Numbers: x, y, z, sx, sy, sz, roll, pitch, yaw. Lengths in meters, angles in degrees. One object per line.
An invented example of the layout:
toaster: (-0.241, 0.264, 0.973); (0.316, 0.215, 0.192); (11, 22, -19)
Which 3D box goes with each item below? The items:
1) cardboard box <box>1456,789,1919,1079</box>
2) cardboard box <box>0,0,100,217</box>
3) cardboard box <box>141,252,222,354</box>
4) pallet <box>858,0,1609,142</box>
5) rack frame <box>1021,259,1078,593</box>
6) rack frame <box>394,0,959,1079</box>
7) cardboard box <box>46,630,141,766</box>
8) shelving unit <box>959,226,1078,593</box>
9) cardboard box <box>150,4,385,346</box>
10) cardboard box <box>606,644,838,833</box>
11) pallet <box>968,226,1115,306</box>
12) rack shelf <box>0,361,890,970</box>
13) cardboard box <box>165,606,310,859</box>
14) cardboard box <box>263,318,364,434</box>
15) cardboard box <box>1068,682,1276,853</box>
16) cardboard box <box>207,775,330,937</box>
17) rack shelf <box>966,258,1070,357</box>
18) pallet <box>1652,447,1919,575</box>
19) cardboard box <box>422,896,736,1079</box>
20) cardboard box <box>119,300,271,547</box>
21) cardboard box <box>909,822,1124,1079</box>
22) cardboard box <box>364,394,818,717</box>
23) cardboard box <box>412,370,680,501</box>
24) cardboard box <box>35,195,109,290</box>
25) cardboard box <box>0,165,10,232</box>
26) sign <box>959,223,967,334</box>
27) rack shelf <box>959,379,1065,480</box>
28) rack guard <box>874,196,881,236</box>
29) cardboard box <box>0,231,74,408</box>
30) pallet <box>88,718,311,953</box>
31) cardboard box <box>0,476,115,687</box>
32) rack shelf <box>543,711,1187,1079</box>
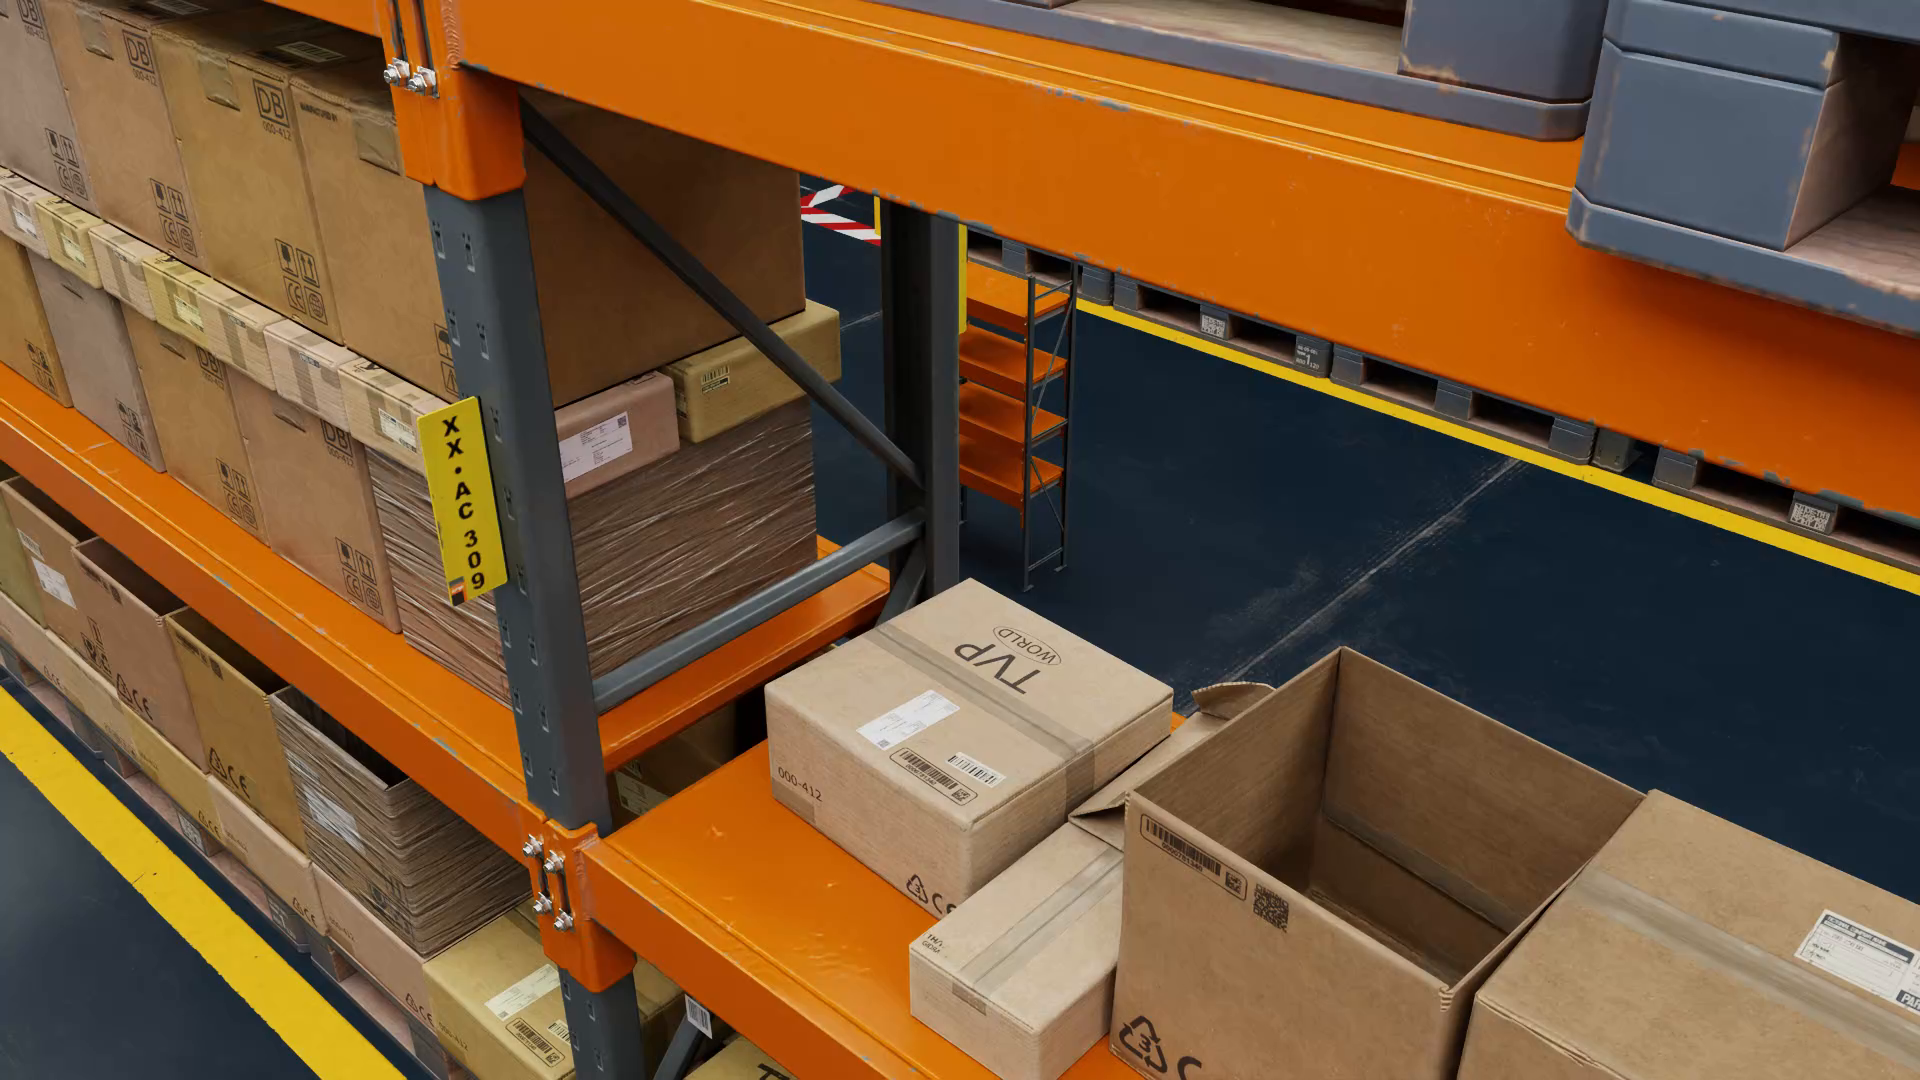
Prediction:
cardboard box: (0.941, 0.722, 2.045); (0.500, 0.500, 0.500); (25, 39, 35)
cardboard box: (-1.829, -1.134, 3.870); (0.500, 0.500, 0.700); (25, 39, 35)
cardboard box: (-1.478, -0.549, 3.527); (0.250, 0.149, 0.380); (25, 39, 35)
pallet: (0.283, -0.766, 1.891); (1.217, 0.209, 0.805); (23, 38, 33)
rack frame: (0.304, -0.372, 5.705); (0.015, 1.200, 0.240); (25, 39, 35)
rack frame: (-0.380, 0.137, 3.114); (0.127, 3.000, 1.000); (25, 39, 35)
cardboard box: (-2.353, 0.366, 4.992); (0.500, 0.250, 0.500); (25, 39, 35)
shelving unit: (0.123, -0.457, 5.845); (0.503, 1.200, 0.258); (25, 39, 35)
cardboard box: (-1.088, -0.787, 3.294); (0.500, 0.500, 0.700); (25, 39, 35)
cardboard box: (-0.513, 0.534, 3.987); (0.500, 0.500, 0.500); (25, 39, 35)
pallet: (0.611, -1.627, 8.748); (1.213, 0.211, 1.003); (25, 39, 35)
rack shelf: (-1.863, -0.247, 4.449); (4.000, 0.370, 1.077); (25, 39, 35)
cardboard box: (-1.606, 0.388, 4.229); (0.500, 0.500, 0.500); (25, 39, 35)
cardboard box: (-1.103, -0.372, 3.233); (0.250, 0.149, 0.380); (24, 38, 34)
cardboard box: (0.395, 0.429, 2.760); (0.258, 0.266, 0.396); (24, 38, 34)
cardboard box: (-1.615, 0.714, 4.414); (0.500, 0.250, 0.500); (25, 39, 35)
rack shelf: (0.123, -0.793, 5.643); (0.480, 0.148, 0.258); (25, 39, 35)
pallet: (3.520, -0.295, 6.535); (1.213, 0.211, 1.003); (25, 39, 35)
cardboard box: (-0.870, 1.058, 3.842); (0.500, 0.250, 0.500); (25, 39, 35)
cardboard box: (-1.478, -0.412, 3.929); (0.500, 0.500, 0.700); (26, 39, 36)
cardboard box: (0.140, 0.630, 2.539); (0.250, 0.149, 0.380); (25, 39, 35)
cardboard box: (-0.713, -0.057, 3.339); (0.500, 0.500, 0.700); (24, 38, 34)
cardboard box: (-0.725, -0.196, 2.941); (0.250, 0.149, 0.380); (25, 39, 35)
cardboard box: (-1.864, -0.727, 3.823); (0.250, 0.149, 0.380); (27, 40, 37)
cardboard box: (-2.243, -0.905, 4.119); (0.250, 0.149, 0.380); (24, 39, 35)
sign: (-0.023, -0.536, 3.186); (0.005, 0.325, 0.100); (25, 39, 35)
rack shelf: (0.123, -0.399, 5.880); (0.480, 0.148, 0.258); (25, 39, 35)
rack guard: (0.032, -2.046, 9.163); (0.348, 0.500, 1.175); (25, 39, 35)
cardboard box: (-2.251, -0.770, 4.523); (0.500, 0.500, 0.700); (25, 39, 35)
pallet: (-1.850, 0.618, 5.018); (1.213, 0.211, 1.003); (25, 39, 35)
cardboard box: (-2.346, 0.041, 4.806); (0.500, 0.500, 0.500); (25, 39, 35)
rack shelf: (1.103, 1.138, 2.150); (4.000, 0.370, 1.077); (25, 39, 35)
